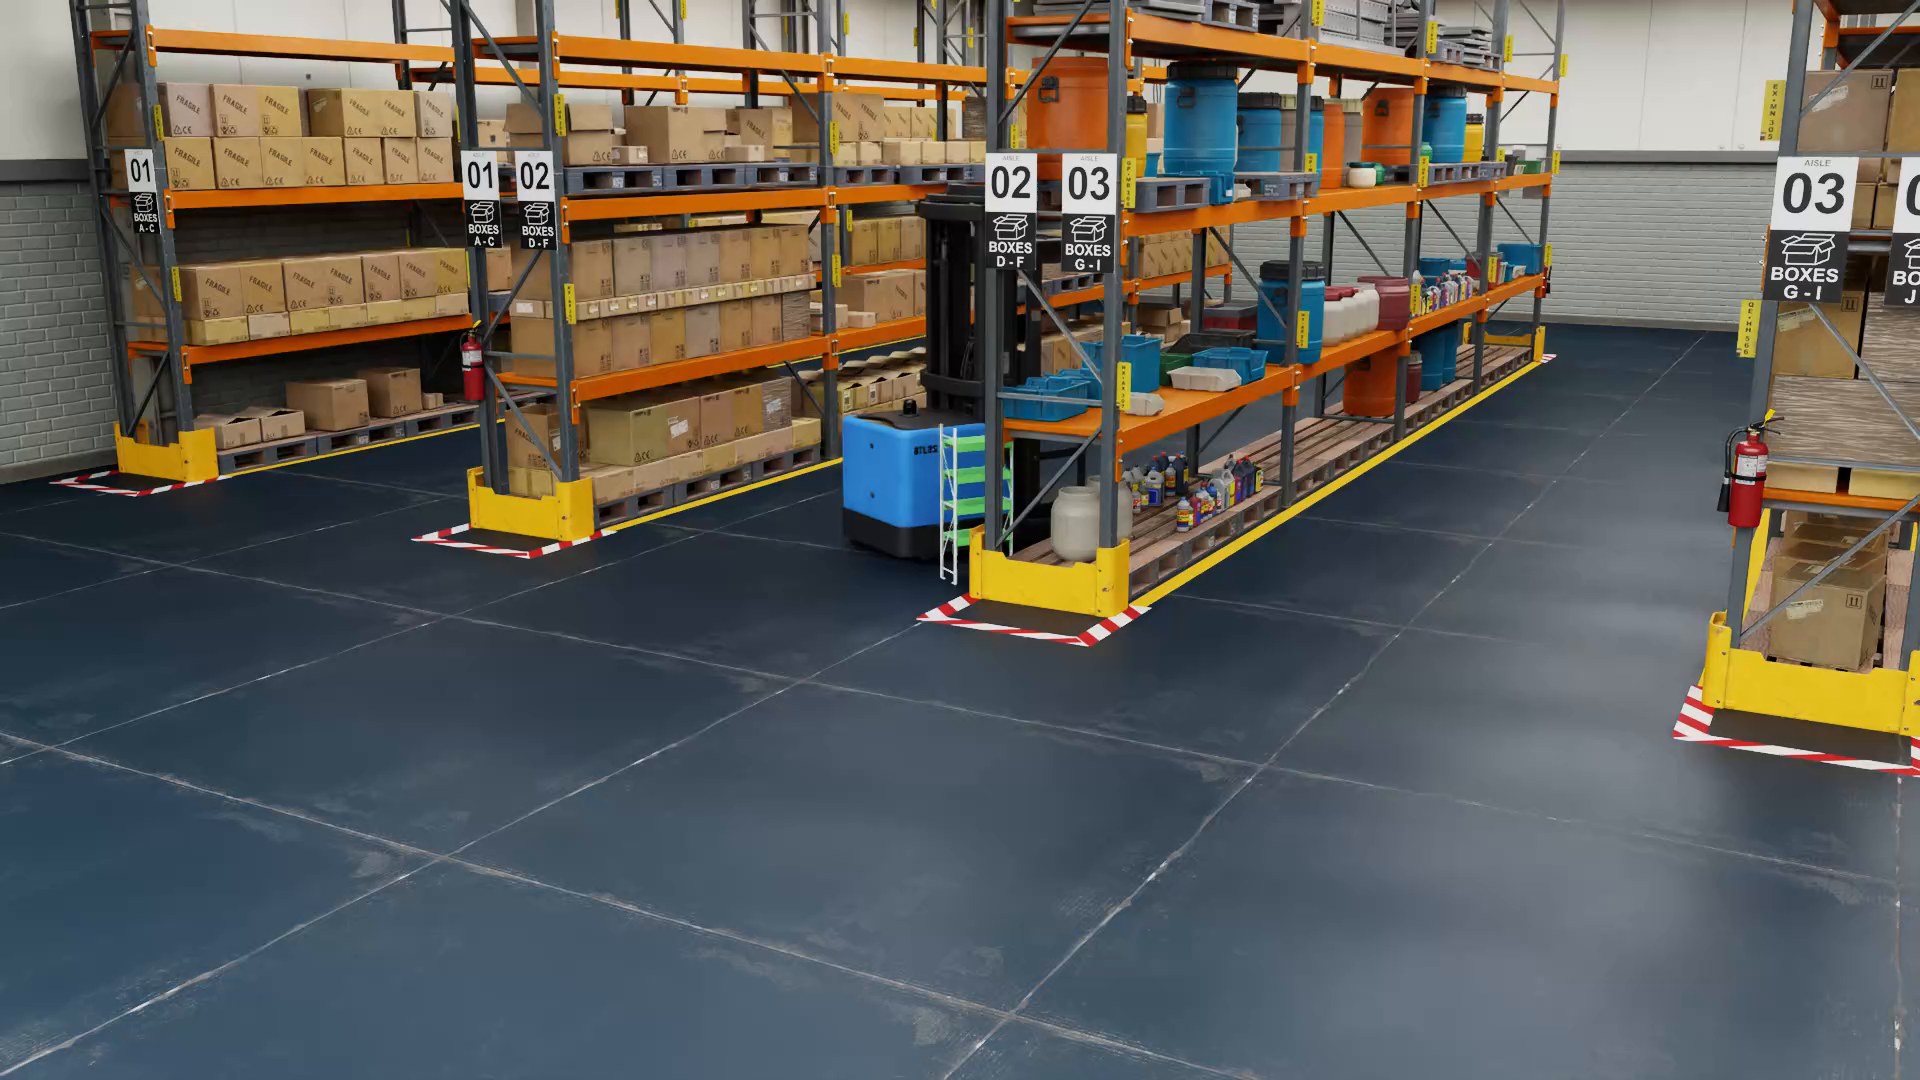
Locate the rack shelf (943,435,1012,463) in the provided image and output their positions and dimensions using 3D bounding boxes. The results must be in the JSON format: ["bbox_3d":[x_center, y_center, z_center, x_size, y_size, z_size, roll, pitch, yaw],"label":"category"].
[{"bbox_3d":[0.127,-0.700,12.603,0.480,0.148,0.258,-7,15,-27],"label":"rack shelf"}]

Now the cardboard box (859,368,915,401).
[{"bbox_3d":[-0.842,-1.773,18.762,0.500,0.311,0.500,7,15,26],"label":"cardboard box"}]

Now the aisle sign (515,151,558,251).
[{"bbox_3d":[-3.452,-2.763,13.547,0.394,0.787,0.004,7,15,28],"label":"aisle sign"}]

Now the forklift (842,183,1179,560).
[{"bbox_3d":[0.530,-1.504,14.020,3.031,2.935,1.130,-9,16,-32],"label":"forklift"}]

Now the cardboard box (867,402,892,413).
[{"bbox_3d":[-1.095,-1.395,18.390,0.500,0.250,0.500,8,16,29],"label":"cardboard box"}]

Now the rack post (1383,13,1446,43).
[{"bbox_3d":[4.827,-5.660,18.471,0.954,0.300,0.937,7,15,28],"label":"rack post"}]

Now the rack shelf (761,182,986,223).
[{"bbox_3d":[-0.788,-3.887,18.891,1.077,0.370,4.000,7,15,28],"label":"rack shelf"}]

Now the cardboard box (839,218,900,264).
[{"bbox_3d":[-1.592,-4.974,27.626,0.980,0.700,0.700,7,15,27],"label":"cardboard box"}]

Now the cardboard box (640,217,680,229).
[{"bbox_3d":[-4.167,-4.439,23.556,0.500,0.250,0.500,8,16,30],"label":"cardboard box"}]

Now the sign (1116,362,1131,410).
[{"bbox_3d":[1.125,-1.057,11.426,0.100,0.325,0.005,7,15,28],"label":"sign"}]

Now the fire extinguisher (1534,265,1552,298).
[{"bbox_3d":[8.851,-4.029,25.305,0.296,0.674,0.183,7,15,28],"label":"fire extinguisher"}]

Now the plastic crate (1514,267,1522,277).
[{"bbox_3d":[7.992,-3.923,24.342,0.396,0.136,0.243,7,15,28],"label":"plastic crate"}]

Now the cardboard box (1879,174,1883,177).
[{"bbox_3d":[6.222,-2.458,11.748,0.500,0.250,0.500,7,15,28],"label":"cardboard box"}]

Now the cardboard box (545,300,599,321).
[{"bbox_3d":[-3.311,-1.967,14.197,0.380,0.149,0.250,7,15,28],"label":"cardboard box"}]

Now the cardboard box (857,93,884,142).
[{"bbox_3d":[-1.167,-4.564,17.987,0.500,0.500,0.500,9,16,33],"label":"cardboard box"}]

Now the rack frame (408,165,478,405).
[{"bbox_3d":[-6.093,-2.929,19.781,1.000,3.000,0.127,7,15,28],"label":"rack frame"}]

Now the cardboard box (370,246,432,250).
[{"bbox_3d":[-6.503,-3.157,19.406,0.500,0.500,0.500,7,15,27],"label":"cardboard box"}]

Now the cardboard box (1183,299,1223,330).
[{"bbox_3d":[3.999,-3.689,27.331,0.500,0.500,0.500,7,15,28],"label":"cardboard box"}]

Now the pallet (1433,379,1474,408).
[{"bbox_3d":[6.037,-1.938,21.623,1.003,0.211,1.213,7,15,28],"label":"pallet"}]

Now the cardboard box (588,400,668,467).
[{"bbox_3d":[-2.995,-0.967,15.015,0.500,0.500,0.500,7,15,28],"label":"cardboard box"}]

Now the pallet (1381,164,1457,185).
[{"bbox_3d":[4.968,-4.139,18.804,1.003,0.211,1.213,7,15,28],"label":"pallet"}]

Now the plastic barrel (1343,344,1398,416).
[{"bbox_3d":[4.734,-1.878,19.158,0.600,0.830,0.708,7,15,28],"label":"plastic barrel"}]

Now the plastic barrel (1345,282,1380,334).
[{"bbox_3d":[4.203,-2.446,17.540,0.421,0.512,0.421,0,14,0],"label":"plastic barrel"}]

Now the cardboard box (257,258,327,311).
[{"bbox_3d":[-7.030,-2.679,17.422,0.500,0.500,0.500,7,15,26],"label":"cardboard box"}]

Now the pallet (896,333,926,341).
[{"bbox_3d":[-1.201,-3.613,28.568,1.003,0.211,1.213,7,15,28],"label":"pallet"}]

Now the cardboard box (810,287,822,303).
[{"bbox_3d":[-2.426,-3.581,26.177,0.750,0.750,0.750,8,15,29],"label":"cardboard box"}]

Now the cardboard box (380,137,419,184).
[{"bbox_3d":[-6.377,-4.211,18.445,0.500,0.500,0.500,6,15,23],"label":"cardboard box"}]

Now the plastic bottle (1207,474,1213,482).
[{"bbox_3d":[2.169,-0.435,14.296,0.061,0.283,0.133,7,15,28],"label":"plastic bottle"}]

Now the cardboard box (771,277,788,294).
[{"bbox_3d":[-1.945,-2.547,16.603,0.380,0.149,0.250,7,15,26],"label":"cardboard box"}]

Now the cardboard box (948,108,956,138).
[{"bbox_3d":[-0.407,-7.212,28.759,0.500,0.500,0.500,7,15,28],"label":"cardboard box"}]

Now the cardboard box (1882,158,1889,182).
[{"bbox_3d":[5.541,-2.142,9.586,0.380,0.149,0.250,7,15,27],"label":"cardboard box"}]

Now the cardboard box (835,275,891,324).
[{"bbox_3d":[-1.115,-2.680,18.538,0.500,0.500,0.500,9,16,32],"label":"cardboard box"}]

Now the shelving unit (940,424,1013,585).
[{"bbox_3d":[0.127,-0.296,12.701,0.503,1.200,0.258,-7,15,-27],"label":"shelving unit"}]

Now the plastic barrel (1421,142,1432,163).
[{"bbox_3d":[5.226,-4.405,18.940,0.294,0.245,0.294,0,14,0],"label":"plastic barrel"}]

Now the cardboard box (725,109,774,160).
[{"bbox_3d":[-2.229,-4.074,16.722,0.500,0.500,0.500,9,16,33],"label":"cardboard box"}]

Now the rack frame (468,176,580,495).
[{"bbox_3d":[-3.689,-1.547,14.052,1.000,3.000,0.127,7,15,28],"label":"rack frame"}]

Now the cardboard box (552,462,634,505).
[{"bbox_3d":[-3.235,-0.500,14.677,0.500,0.250,0.500,7,15,28],"label":"cardboard box"}]

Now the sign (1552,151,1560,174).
[{"bbox_3d":[8.870,-5.616,24.753,0.100,0.325,0.005,7,15,28],"label":"sign"}]

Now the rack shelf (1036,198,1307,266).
[{"bbox_3d":[1.612,-2.504,13.156,1.077,0.370,4.000,7,15,28],"label":"rack shelf"}]

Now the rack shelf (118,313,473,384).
[{"bbox_3d":[-7.060,-2.168,18.163,1.077,0.370,4.000,7,15,28],"label":"rack shelf"}]

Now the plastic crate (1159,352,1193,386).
[{"bbox_3d":[1.676,-1.457,14.127,0.450,0.188,0.662,7,15,28],"label":"plastic crate"}]

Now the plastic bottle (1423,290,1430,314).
[{"bbox_3d":[5.445,-2.787,19.442,0.061,0.283,0.133,7,15,28],"label":"plastic bottle"}]

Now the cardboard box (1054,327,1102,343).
[{"bbox_3d":[1.635,-2.671,23.107,0.500,0.500,0.500,8,16,29],"label":"cardboard box"}]

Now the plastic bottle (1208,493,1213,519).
[{"bbox_3d":[2.057,-0.287,13.855,0.097,0.201,0.097,0,14,0],"label":"plastic bottle"}]

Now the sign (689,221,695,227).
[{"bbox_3d":[-3.680,-4.214,22.811,0.100,0.325,0.005,7,15,28],"label":"sign"}]

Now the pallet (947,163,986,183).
[{"bbox_3d":[-0.071,-4.406,19.911,1.213,0.211,1.003,8,16,31],"label":"pallet"}]

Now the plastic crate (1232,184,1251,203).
[{"bbox_3d":[2.157,-2.761,13.248,0.243,0.136,0.396,7,15,28],"label":"plastic crate"}]

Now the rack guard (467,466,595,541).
[{"bbox_3d":[-3.700,-0.327,14.324,1.175,0.500,0.348,7,15,28],"label":"rack guard"}]

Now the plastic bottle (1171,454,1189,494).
[{"bbox_3d":[1.952,-0.597,14.824,0.144,0.351,0.185,7,15,28],"label":"plastic bottle"}]

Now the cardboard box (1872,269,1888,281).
[{"bbox_3d":[6.210,-1.493,10.846,0.500,0.500,0.500,7,15,28],"label":"cardboard box"}]

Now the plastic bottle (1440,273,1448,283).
[{"bbox_3d":[6.073,-3.176,20.913,0.144,0.351,0.185,7,15,28],"label":"plastic bottle"}]

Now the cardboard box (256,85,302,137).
[{"bbox_3d":[-7.103,-4.366,16.952,0.500,0.500,0.500,8,16,30],"label":"cardboard box"}]

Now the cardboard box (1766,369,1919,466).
[{"bbox_3d":[5.271,-0.727,9.802,0.875,0.500,0.500,7,15,28],"label":"cardboard box"}]

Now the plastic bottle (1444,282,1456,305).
[{"bbox_3d":[6.054,-3.064,20.606,0.152,0.276,0.135,7,15,28],"label":"plastic bottle"}]

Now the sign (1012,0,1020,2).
[{"bbox_3d":[0.666,-6.574,19.771,0.100,0.325,0.005,7,15,28],"label":"sign"}]

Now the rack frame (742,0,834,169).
[{"bbox_3d":[-1.755,-5.284,16.753,1.000,3.000,0.127,7,15,28],"label":"rack frame"}]

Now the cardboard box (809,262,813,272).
[{"bbox_3d":[-2.484,-4.193,25.518,0.380,0.149,0.250,7,15,28],"label":"cardboard box"}]

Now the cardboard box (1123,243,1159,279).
[{"bbox_3d":[2.597,-4.132,24.558,0.500,0.500,0.500,8,16,30],"label":"cardboard box"}]
